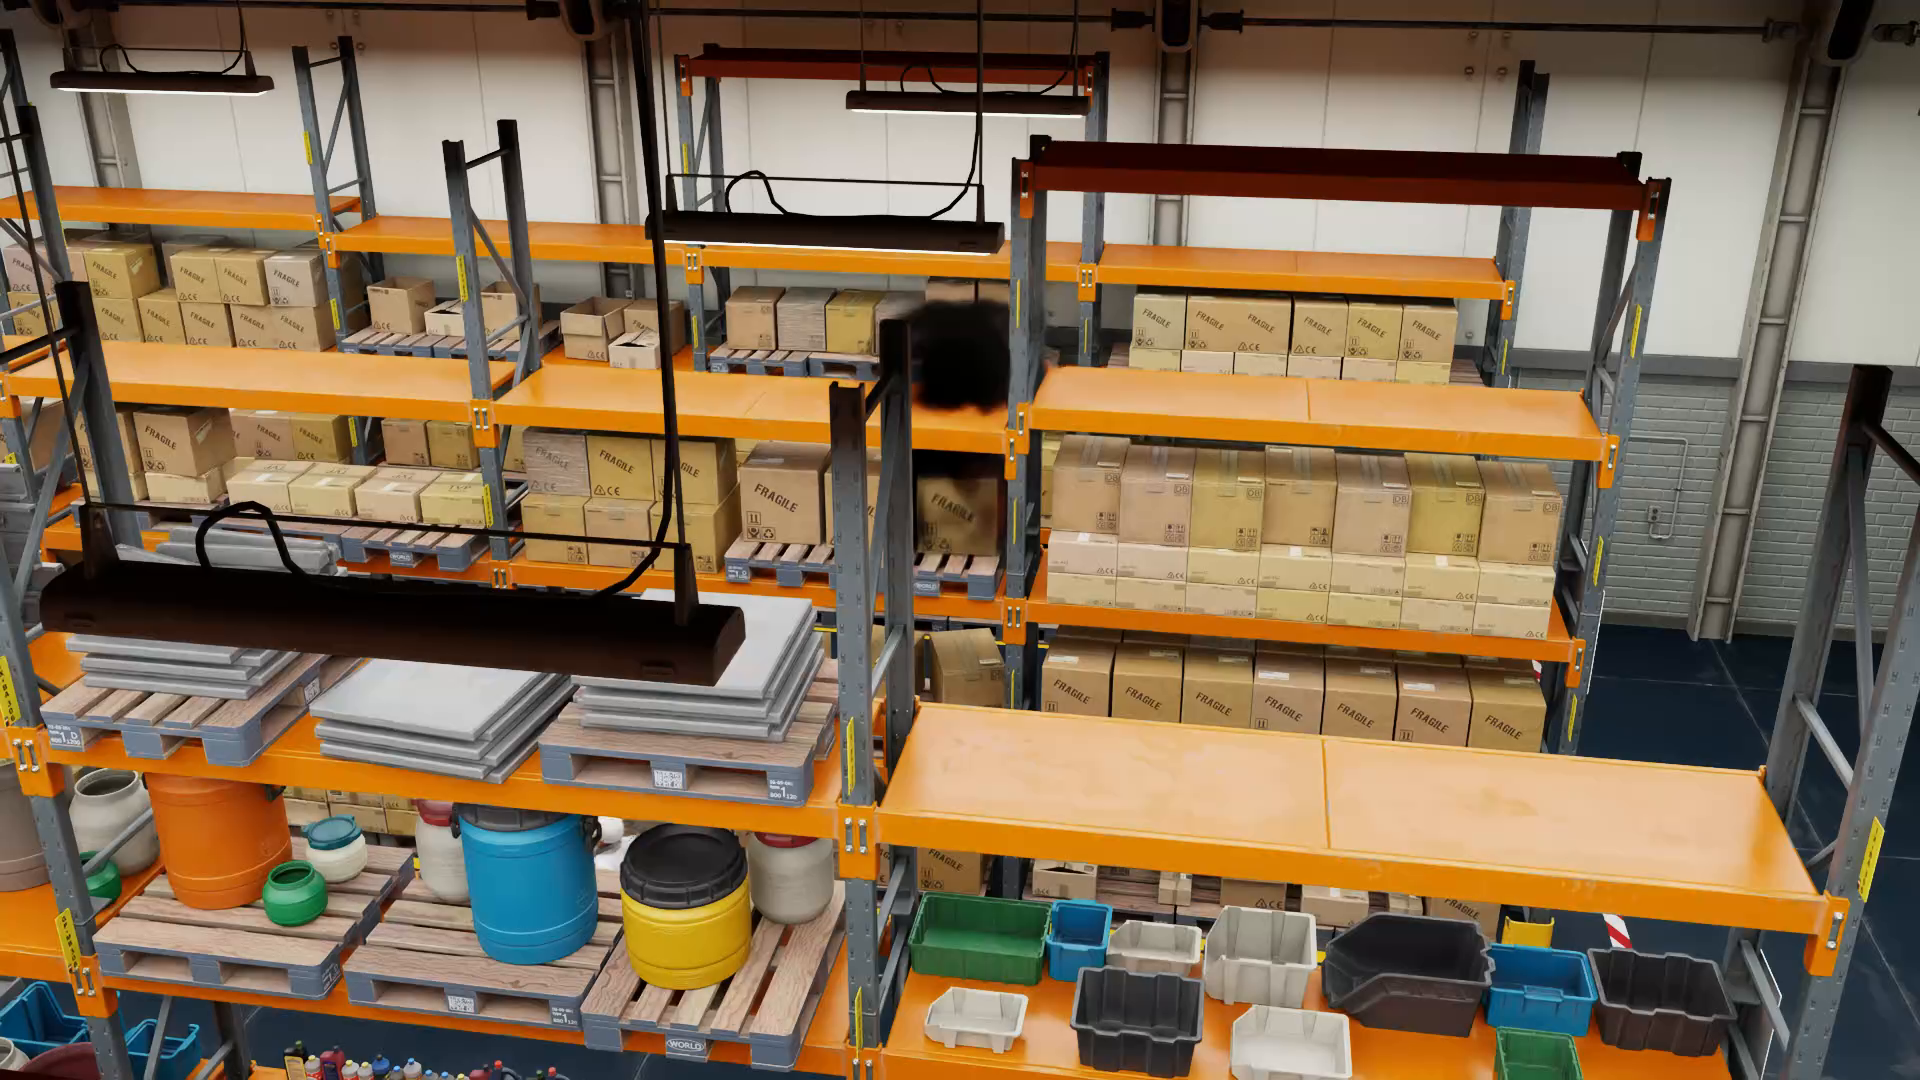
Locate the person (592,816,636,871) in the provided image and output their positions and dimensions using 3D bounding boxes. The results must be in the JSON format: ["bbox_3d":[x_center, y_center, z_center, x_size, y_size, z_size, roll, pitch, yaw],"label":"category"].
[{"bbox_3d":[-2.413,2.660,11.895,0.791,1.719,0.697,11,26,25],"label":"person"}]
